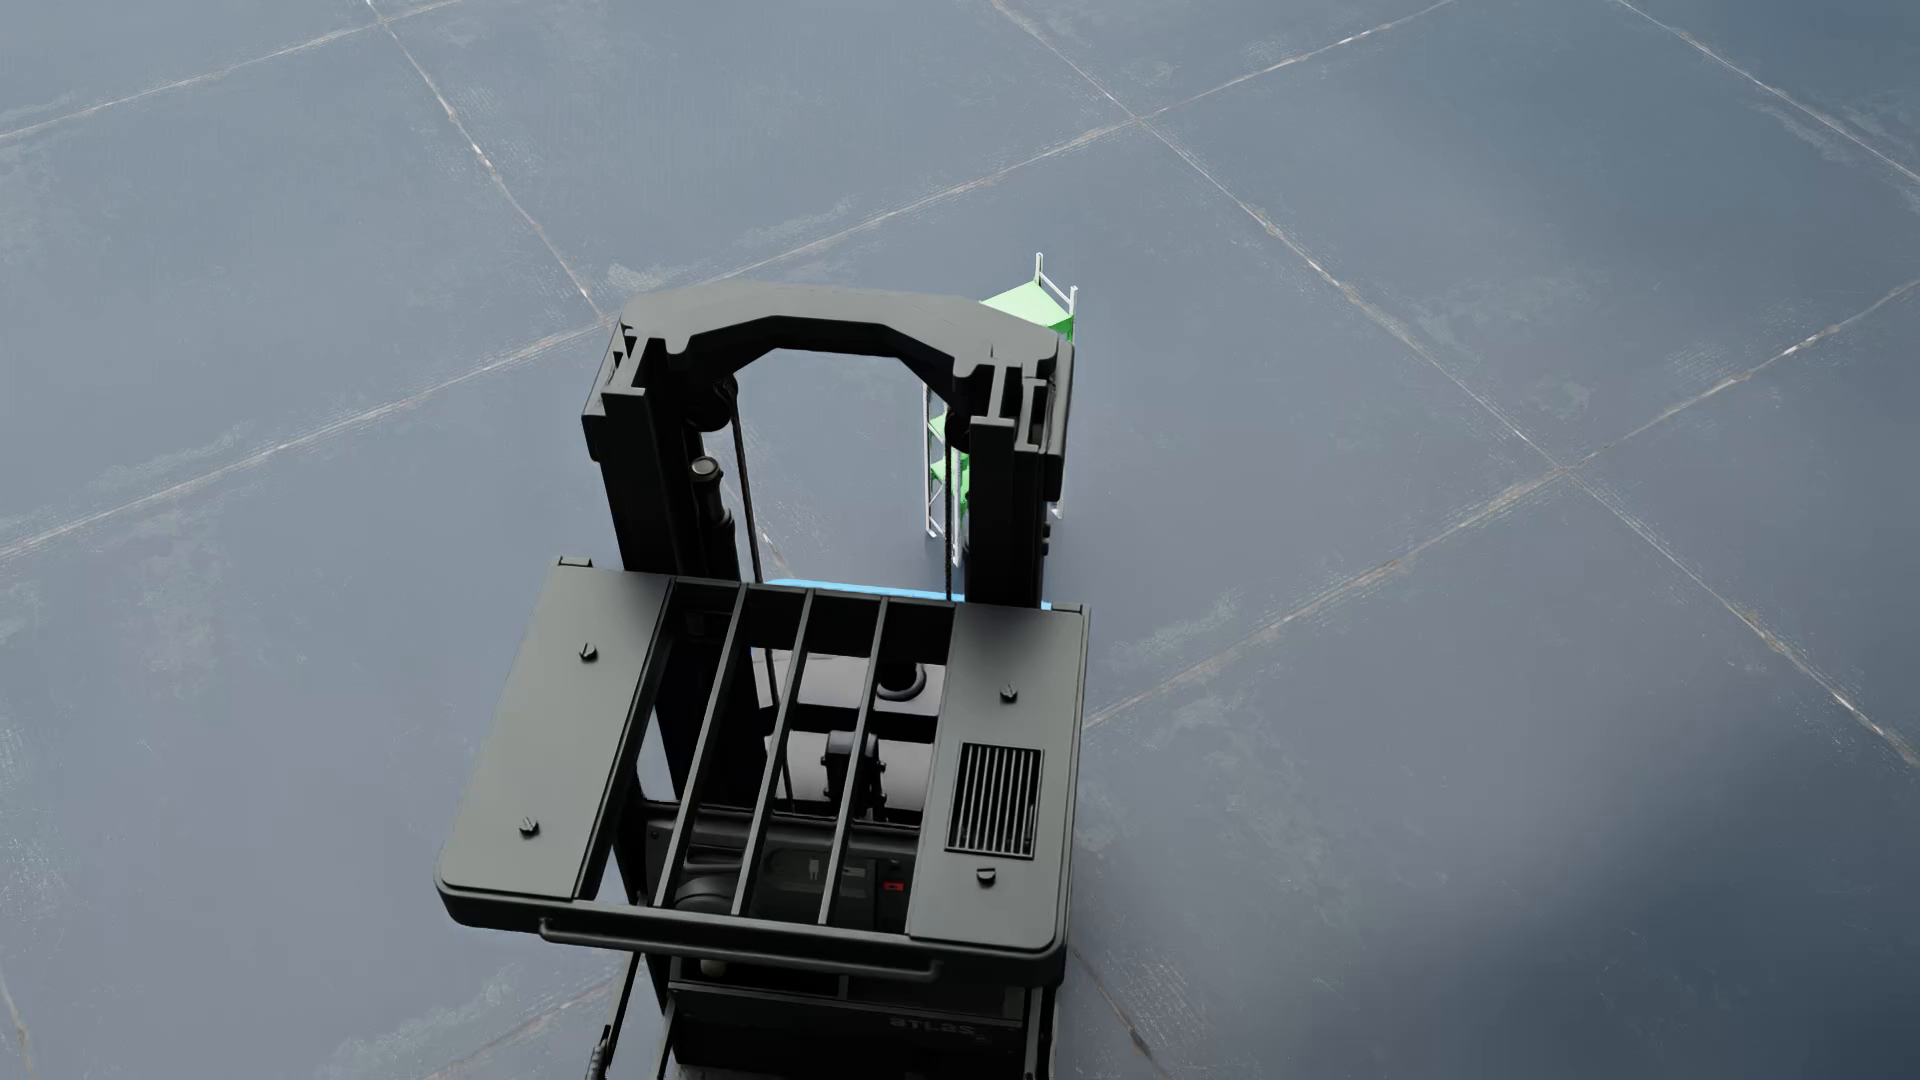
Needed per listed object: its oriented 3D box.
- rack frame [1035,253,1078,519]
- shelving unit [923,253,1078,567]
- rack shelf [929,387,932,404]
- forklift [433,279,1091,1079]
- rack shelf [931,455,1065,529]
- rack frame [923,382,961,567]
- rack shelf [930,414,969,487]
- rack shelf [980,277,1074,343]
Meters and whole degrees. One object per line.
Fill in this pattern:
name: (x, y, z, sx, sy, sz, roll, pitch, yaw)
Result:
rack frame: (0.346, -0.562, 6.393, 0.015, 1.200, 0.240, -25, 53, -21)
shelving unit: (0.140, -0.465, 6.306, 0.503, 1.200, 0.258, -25, 53, -21)
rack shelf: (0.140, -0.582, 6.174, 0.480, 0.148, 0.258, -25, 53, -21)
forklift: (-0.316, 0.988, 3.853, 1.130, 2.935, 3.031, 5, 49, 5)
rack shelf: (0.140, -0.263, 6.533, 0.480, 0.148, 0.258, -25, 53, -21)
rack frame: (-0.066, -0.368, 6.219, 0.015, 1.200, 0.240, -25, 53, -21)
rack shelf: (0.140, -0.423, 6.354, 0.480, 0.148, 0.258, -25, 53, -21)
rack shelf: (0.140, -0.742, 5.995, 0.480, 0.148, 0.258, -25, 53, -21)
